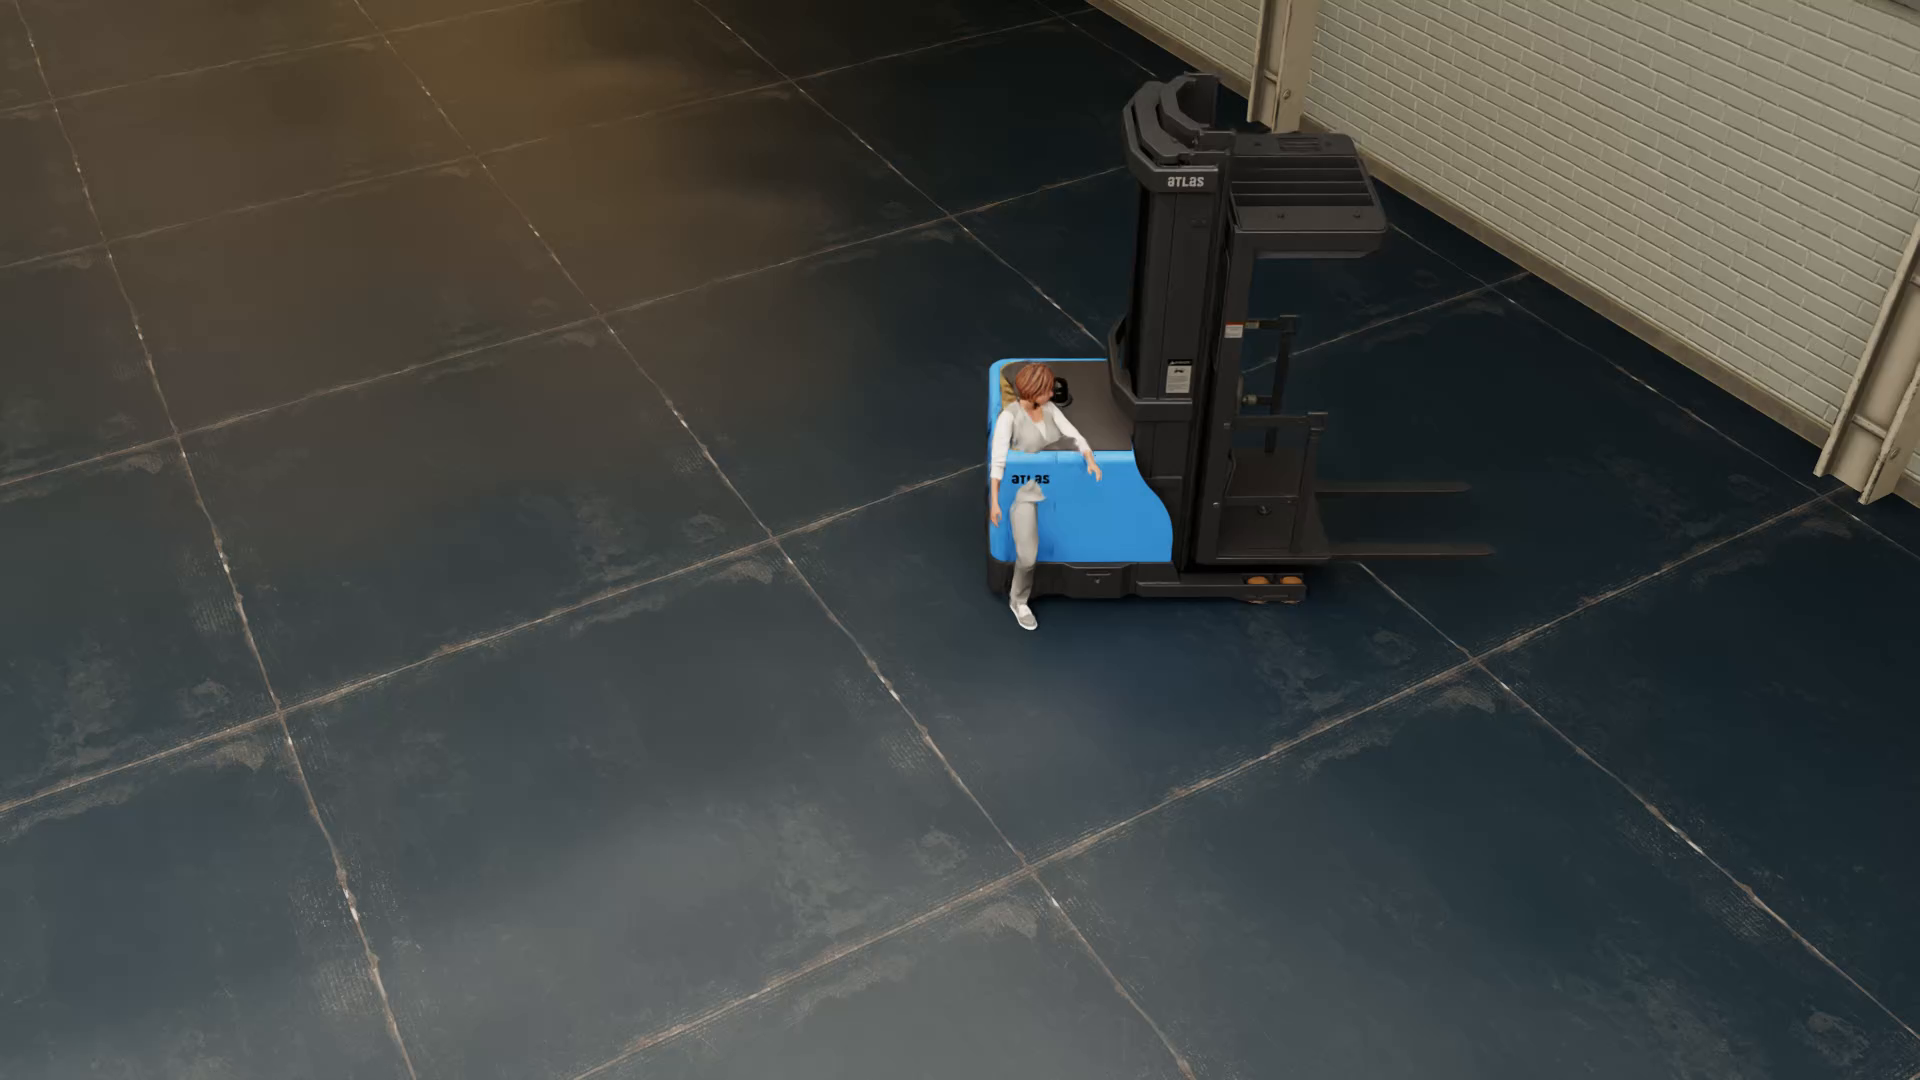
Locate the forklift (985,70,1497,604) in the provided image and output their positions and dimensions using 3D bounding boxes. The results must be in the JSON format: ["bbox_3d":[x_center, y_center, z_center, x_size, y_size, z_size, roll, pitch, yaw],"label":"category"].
[{"bbox_3d":[1.678,-1.090,9.350,3.031,2.935,1.130,0,40,0],"label":"forklift"}]

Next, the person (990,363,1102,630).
[{"bbox_3d":[0.448,-0.239,9.463,0.795,1.488,0.767,30,48,31],"label":"person"}]
